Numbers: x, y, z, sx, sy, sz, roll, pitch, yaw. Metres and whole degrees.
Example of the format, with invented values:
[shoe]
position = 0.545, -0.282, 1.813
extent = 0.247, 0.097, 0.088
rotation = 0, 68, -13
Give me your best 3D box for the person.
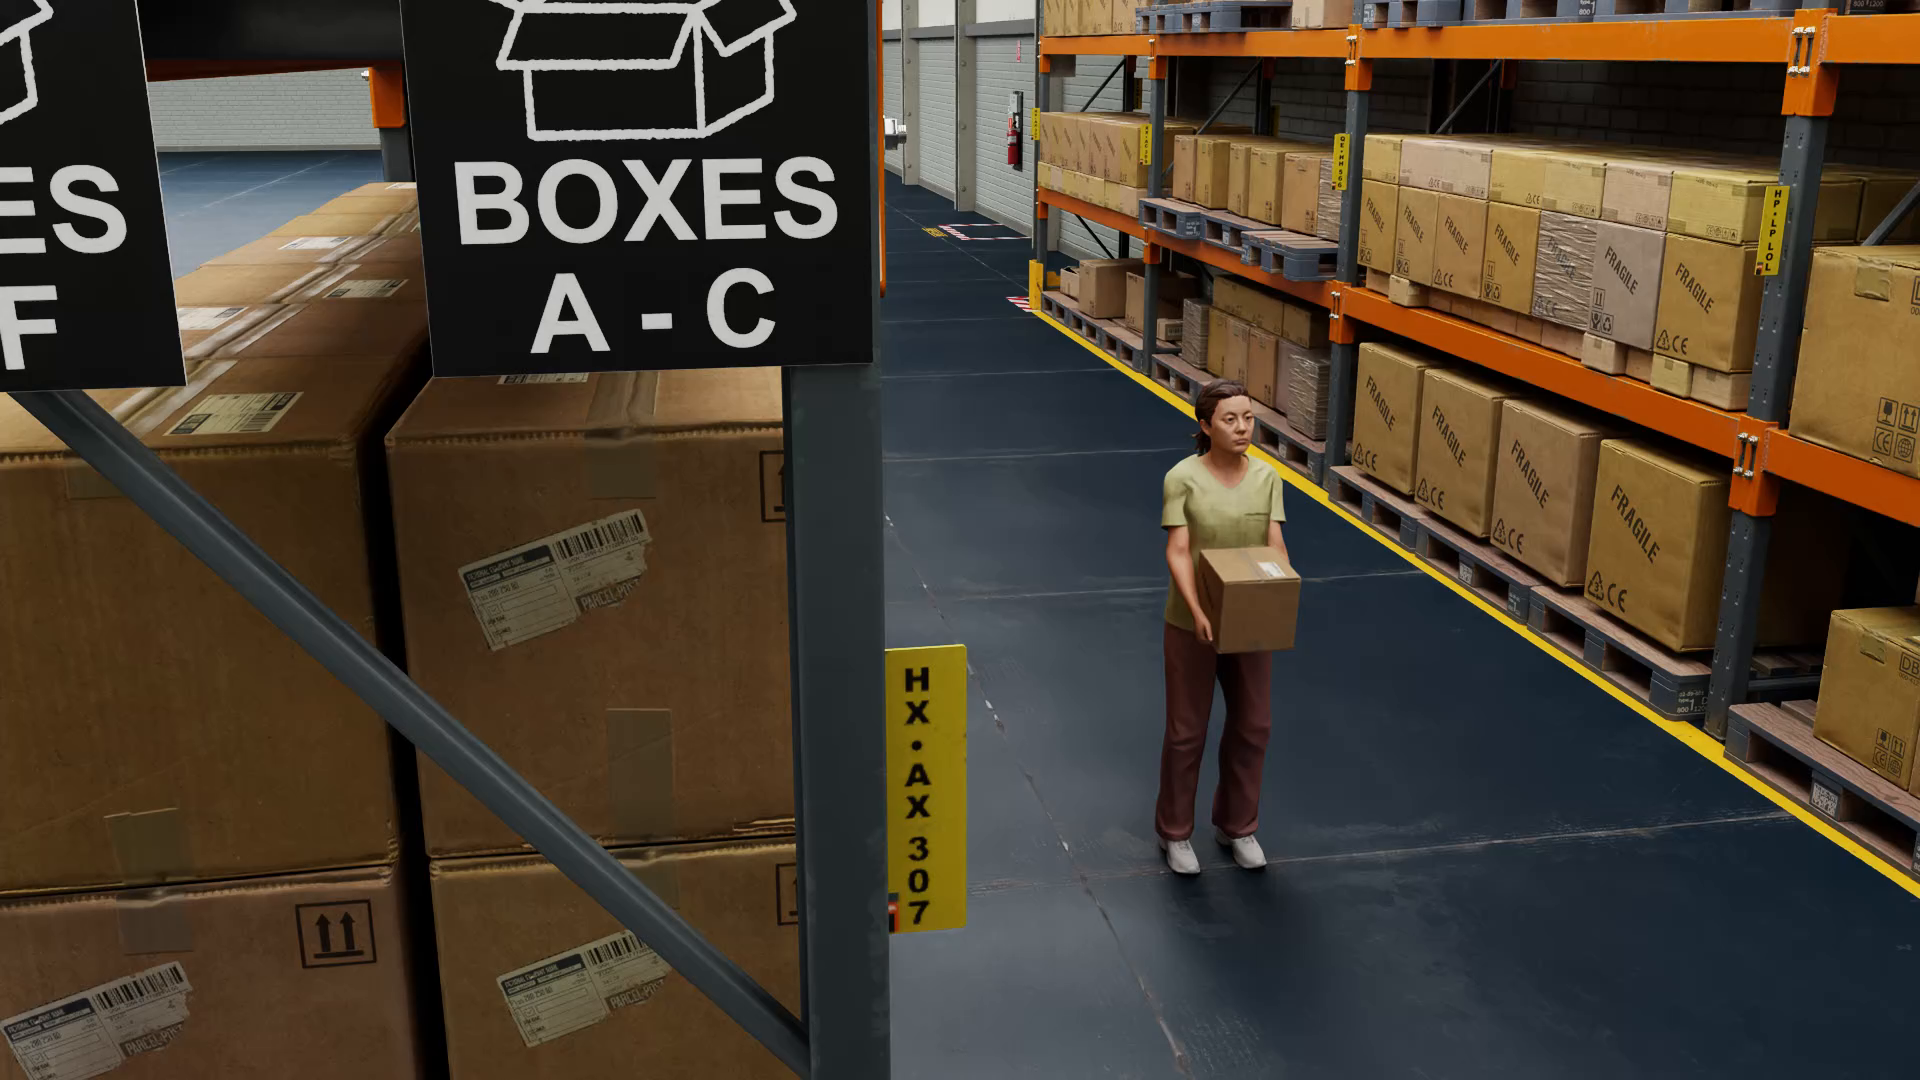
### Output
[person]
position = 0.877, 0.434, 5.544
extent = 0.426, 1.409, 0.537
rotation = -3, 17, -9
